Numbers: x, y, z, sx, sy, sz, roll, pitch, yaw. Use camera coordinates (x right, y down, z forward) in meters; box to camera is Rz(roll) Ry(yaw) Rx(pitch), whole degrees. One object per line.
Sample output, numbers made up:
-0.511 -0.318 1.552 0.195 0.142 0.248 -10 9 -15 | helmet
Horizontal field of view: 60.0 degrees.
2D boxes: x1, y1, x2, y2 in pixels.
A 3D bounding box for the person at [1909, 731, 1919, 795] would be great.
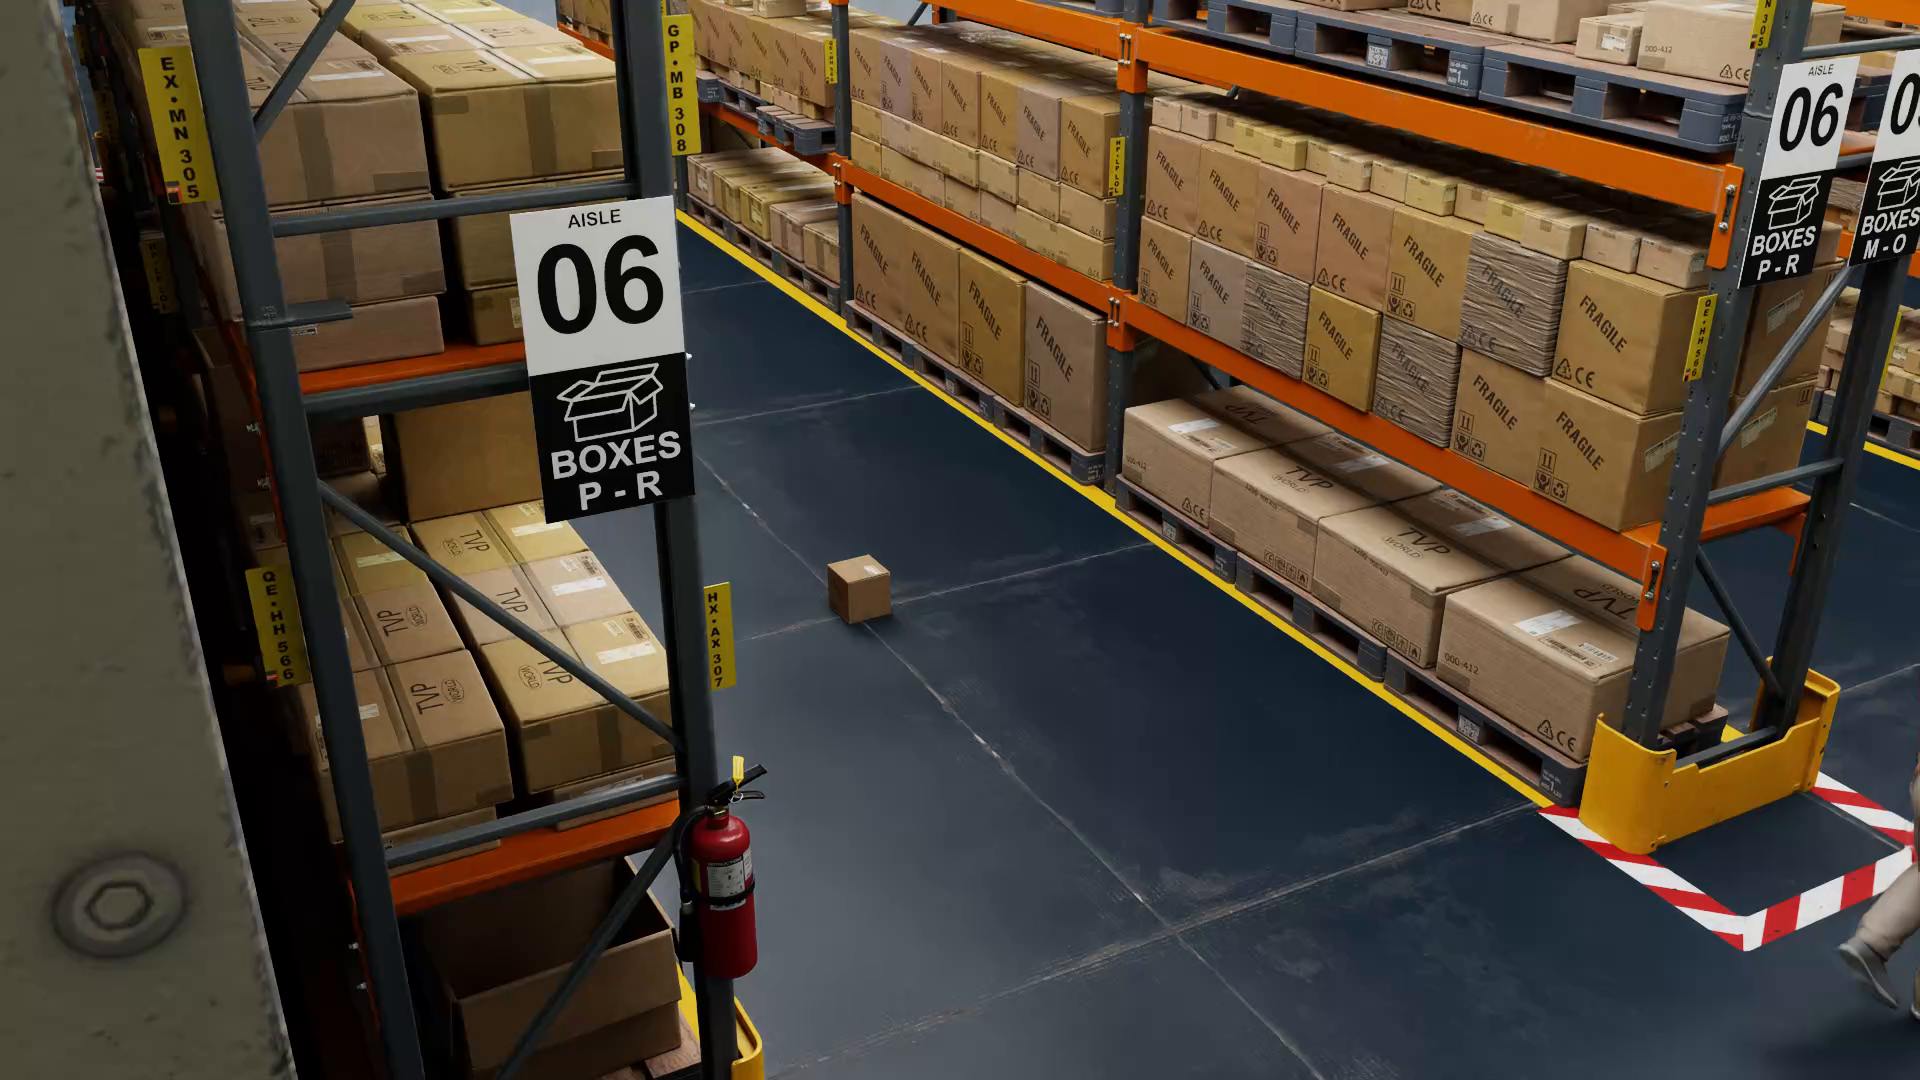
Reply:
3.579 0.598 5.649 0.304 1.034 0.583 -6 26 -13 | person
